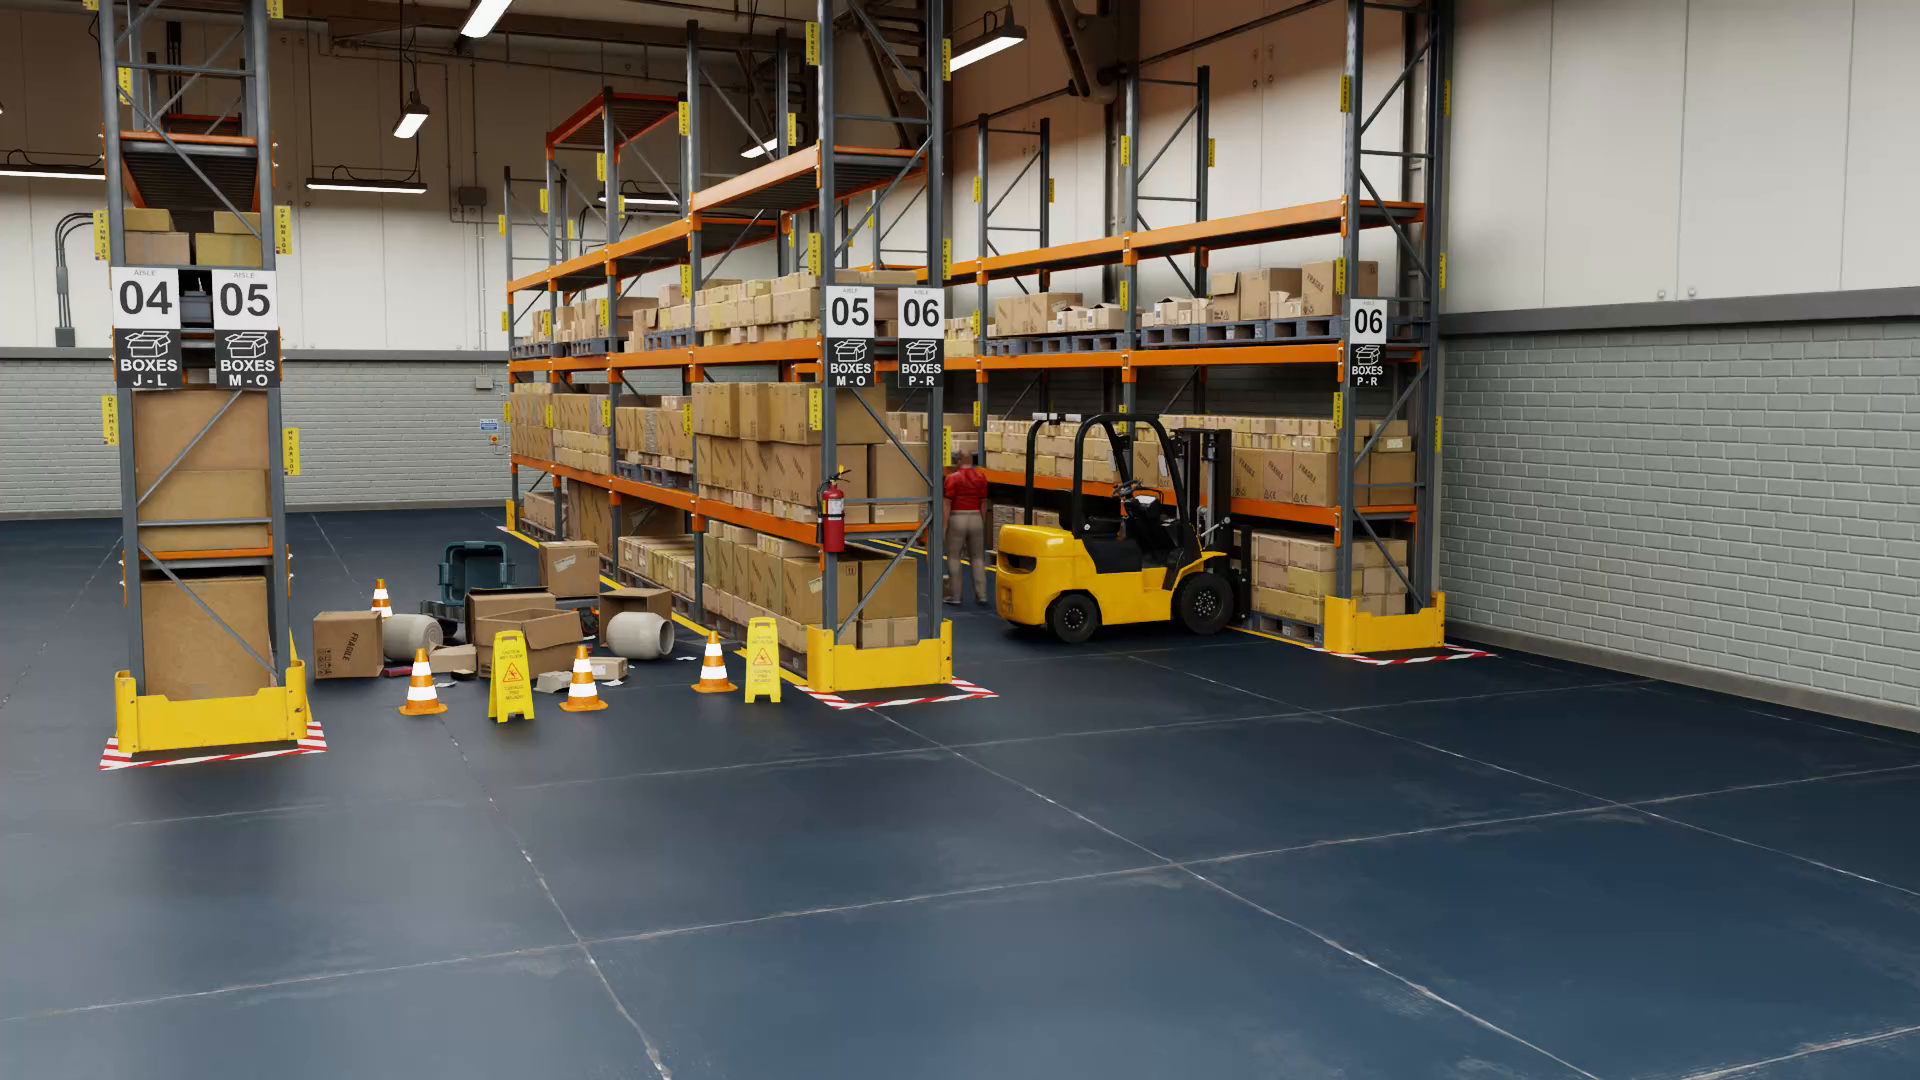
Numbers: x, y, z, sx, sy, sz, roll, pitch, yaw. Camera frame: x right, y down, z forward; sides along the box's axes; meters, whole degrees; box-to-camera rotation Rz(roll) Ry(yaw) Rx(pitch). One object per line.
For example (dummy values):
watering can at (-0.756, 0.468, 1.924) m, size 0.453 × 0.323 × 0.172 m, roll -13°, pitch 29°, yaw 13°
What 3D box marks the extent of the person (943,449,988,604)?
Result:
person at (0.032, -0.126, 18.466) m, size 0.533 × 1.774 × 0.394 m, roll -2°, pitch 6°, yaw -22°
